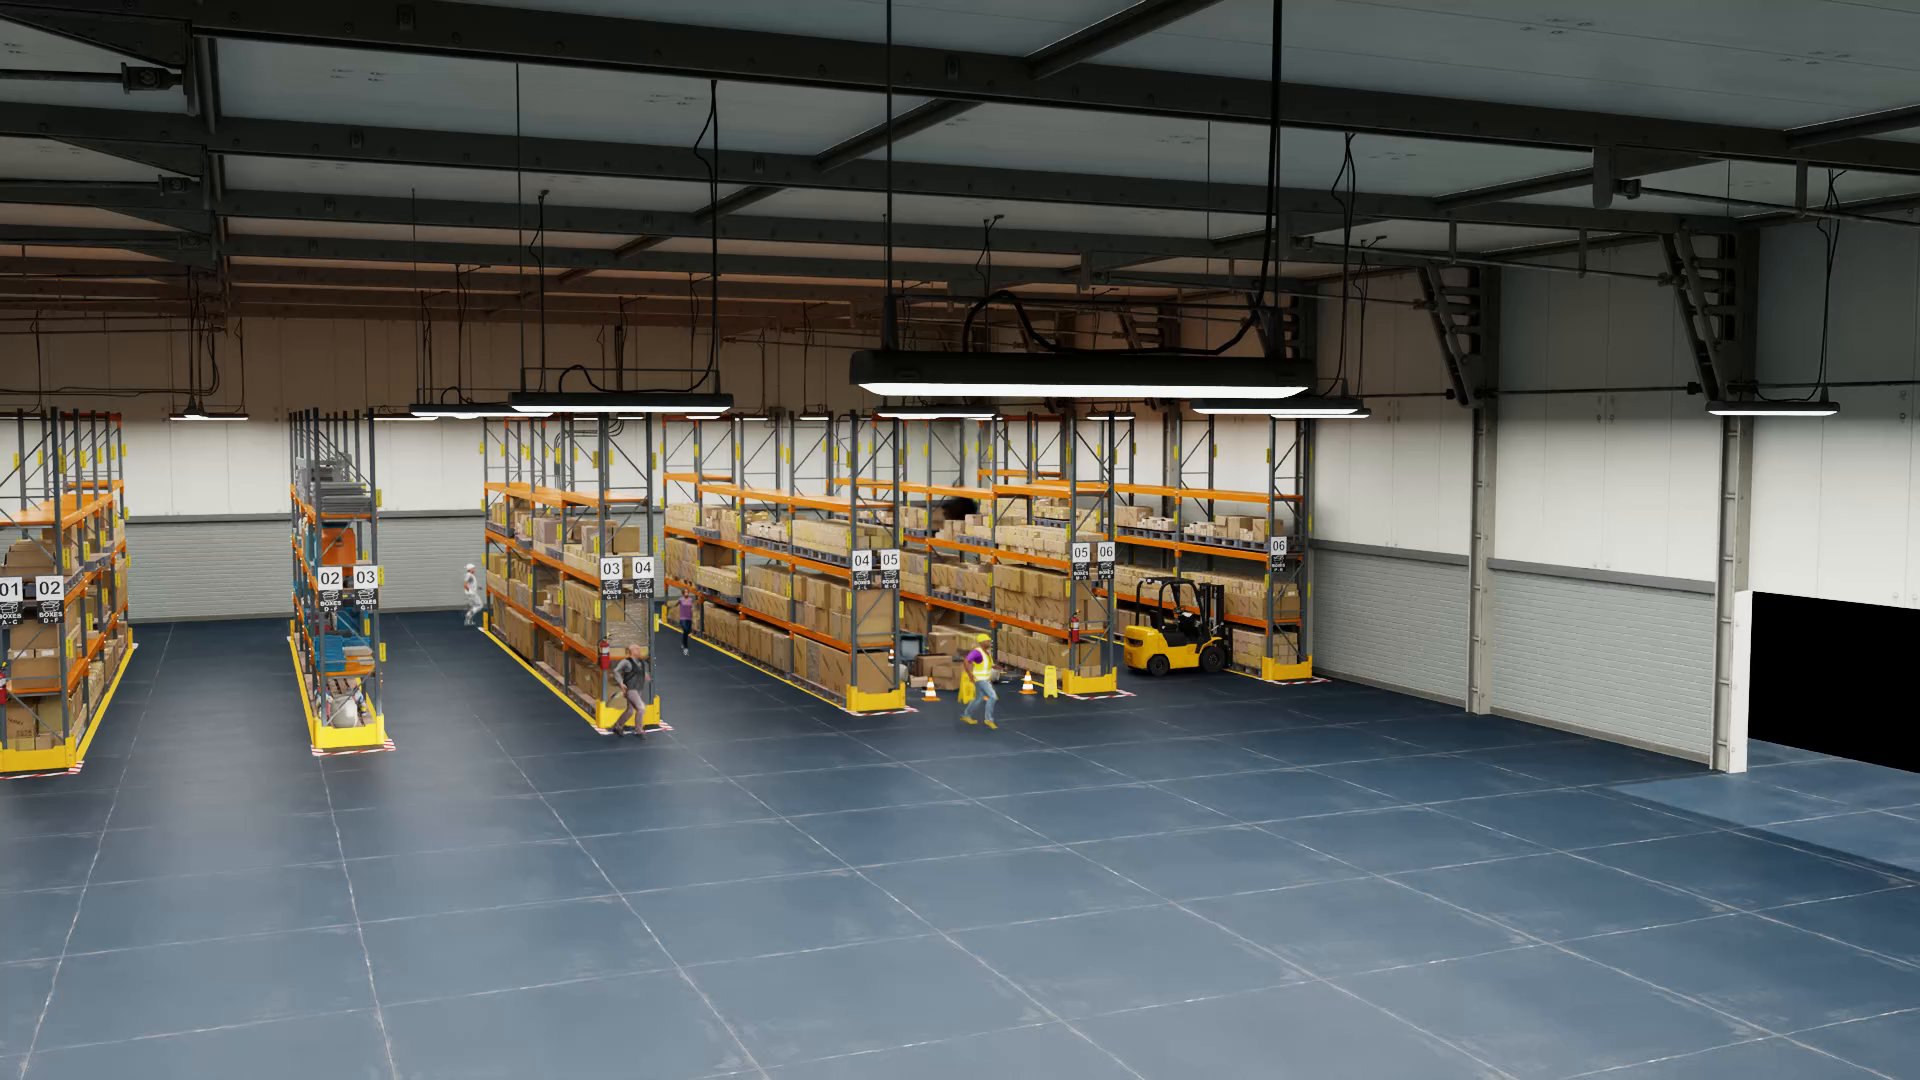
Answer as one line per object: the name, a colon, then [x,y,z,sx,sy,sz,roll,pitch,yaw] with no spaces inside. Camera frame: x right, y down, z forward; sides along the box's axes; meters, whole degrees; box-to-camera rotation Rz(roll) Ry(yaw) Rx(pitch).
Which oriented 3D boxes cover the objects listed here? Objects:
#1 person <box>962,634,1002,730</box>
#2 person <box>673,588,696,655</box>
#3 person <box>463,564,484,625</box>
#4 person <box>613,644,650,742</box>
person: [0.389,2.658,31.321,0.777,1.800,0.708,1,4,16]
person: [-6.847,2.014,41.466,0.510,1.645,0.733,-3,5,-33]
person: [-13.779,1.541,47.145,0.589,1.738,0.653,-1,4,-19]
person: [-5.919,2.742,30.110,0.810,1.731,0.651,1,4,20]
